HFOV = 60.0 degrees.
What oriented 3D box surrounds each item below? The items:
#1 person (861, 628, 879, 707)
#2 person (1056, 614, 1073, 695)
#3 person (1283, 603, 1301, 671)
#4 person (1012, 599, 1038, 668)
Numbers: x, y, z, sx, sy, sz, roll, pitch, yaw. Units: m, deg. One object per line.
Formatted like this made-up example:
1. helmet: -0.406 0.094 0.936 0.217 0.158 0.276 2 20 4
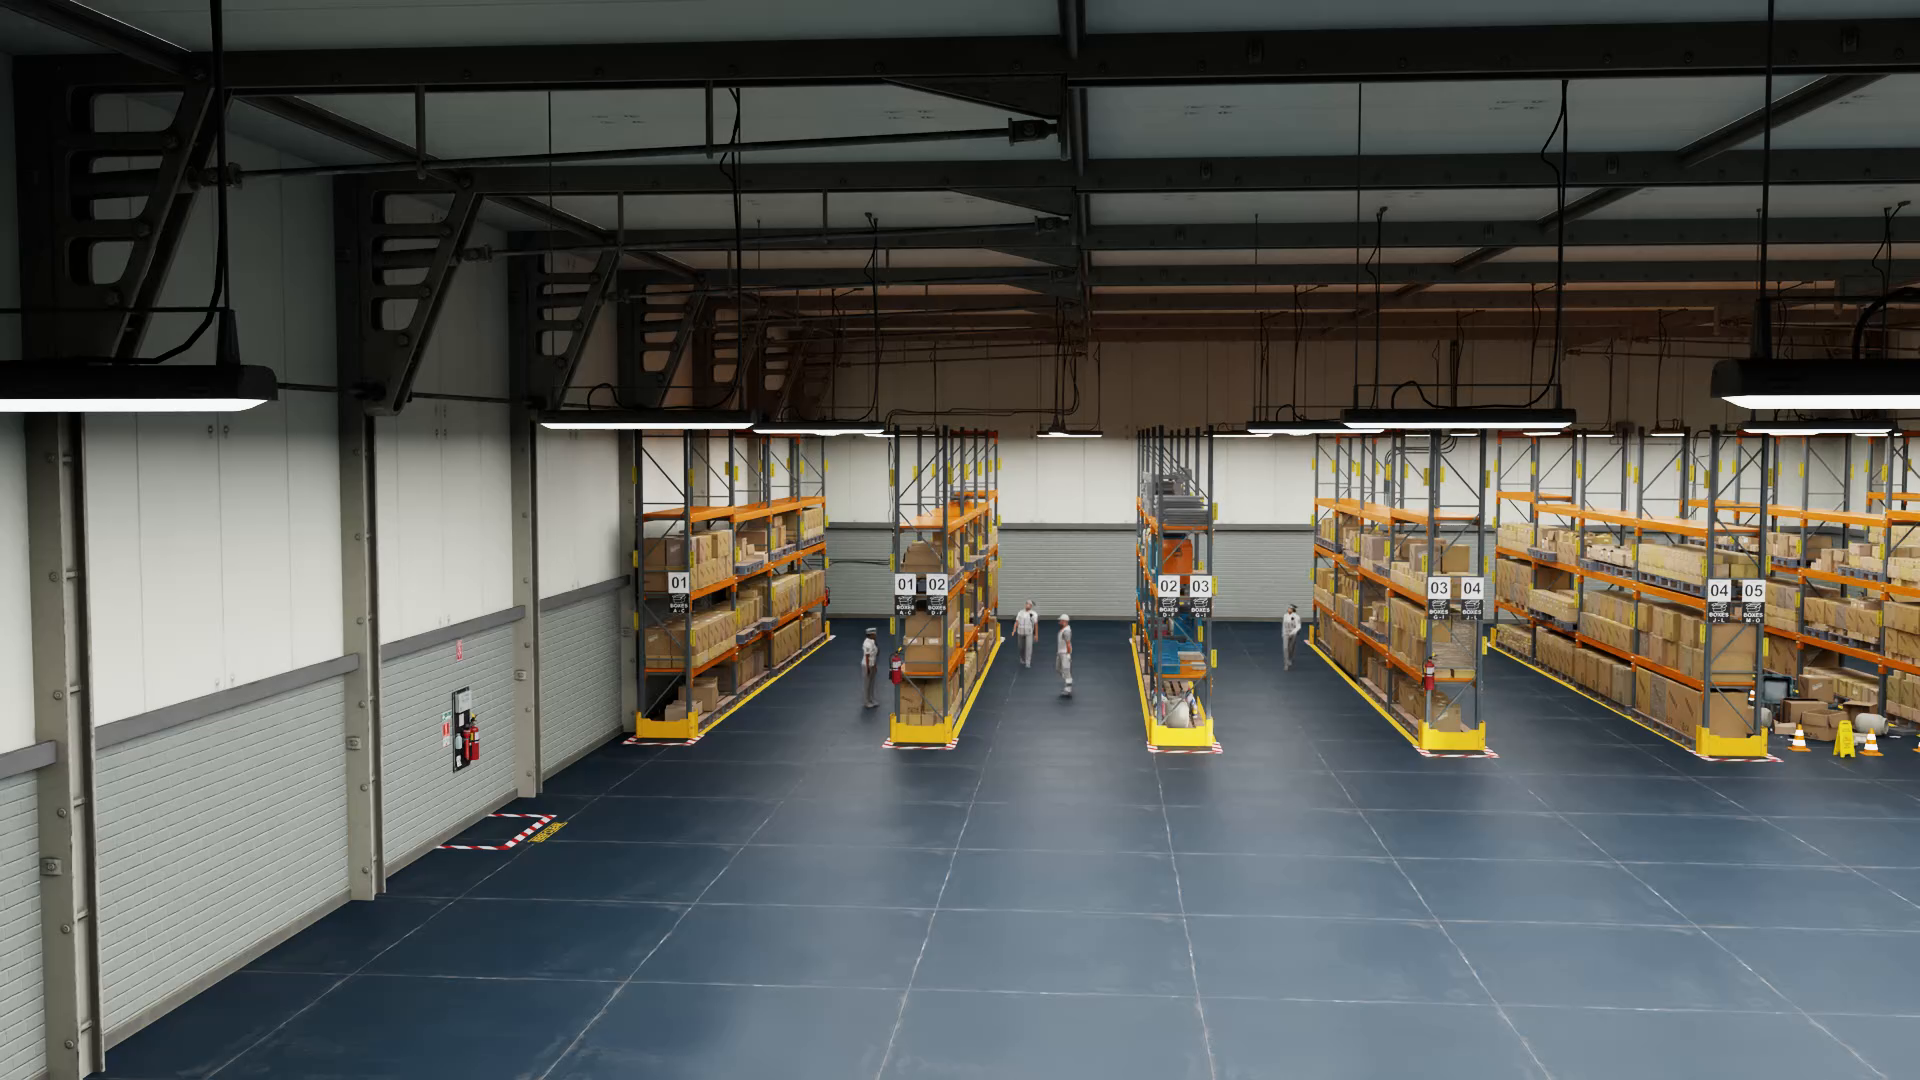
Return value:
1. person: -1.938 2.731 35.825 0.380 1.685 0.461 1 3 9
2. person: 2.380 2.563 37.403 0.402 1.793 0.602 0 3 -4
3. person: 8.325 2.402 41.733 0.430 1.671 0.939 1 3 9
4. person: 1.643 2.349 41.910 0.647 1.713 1.032 1 3 8
